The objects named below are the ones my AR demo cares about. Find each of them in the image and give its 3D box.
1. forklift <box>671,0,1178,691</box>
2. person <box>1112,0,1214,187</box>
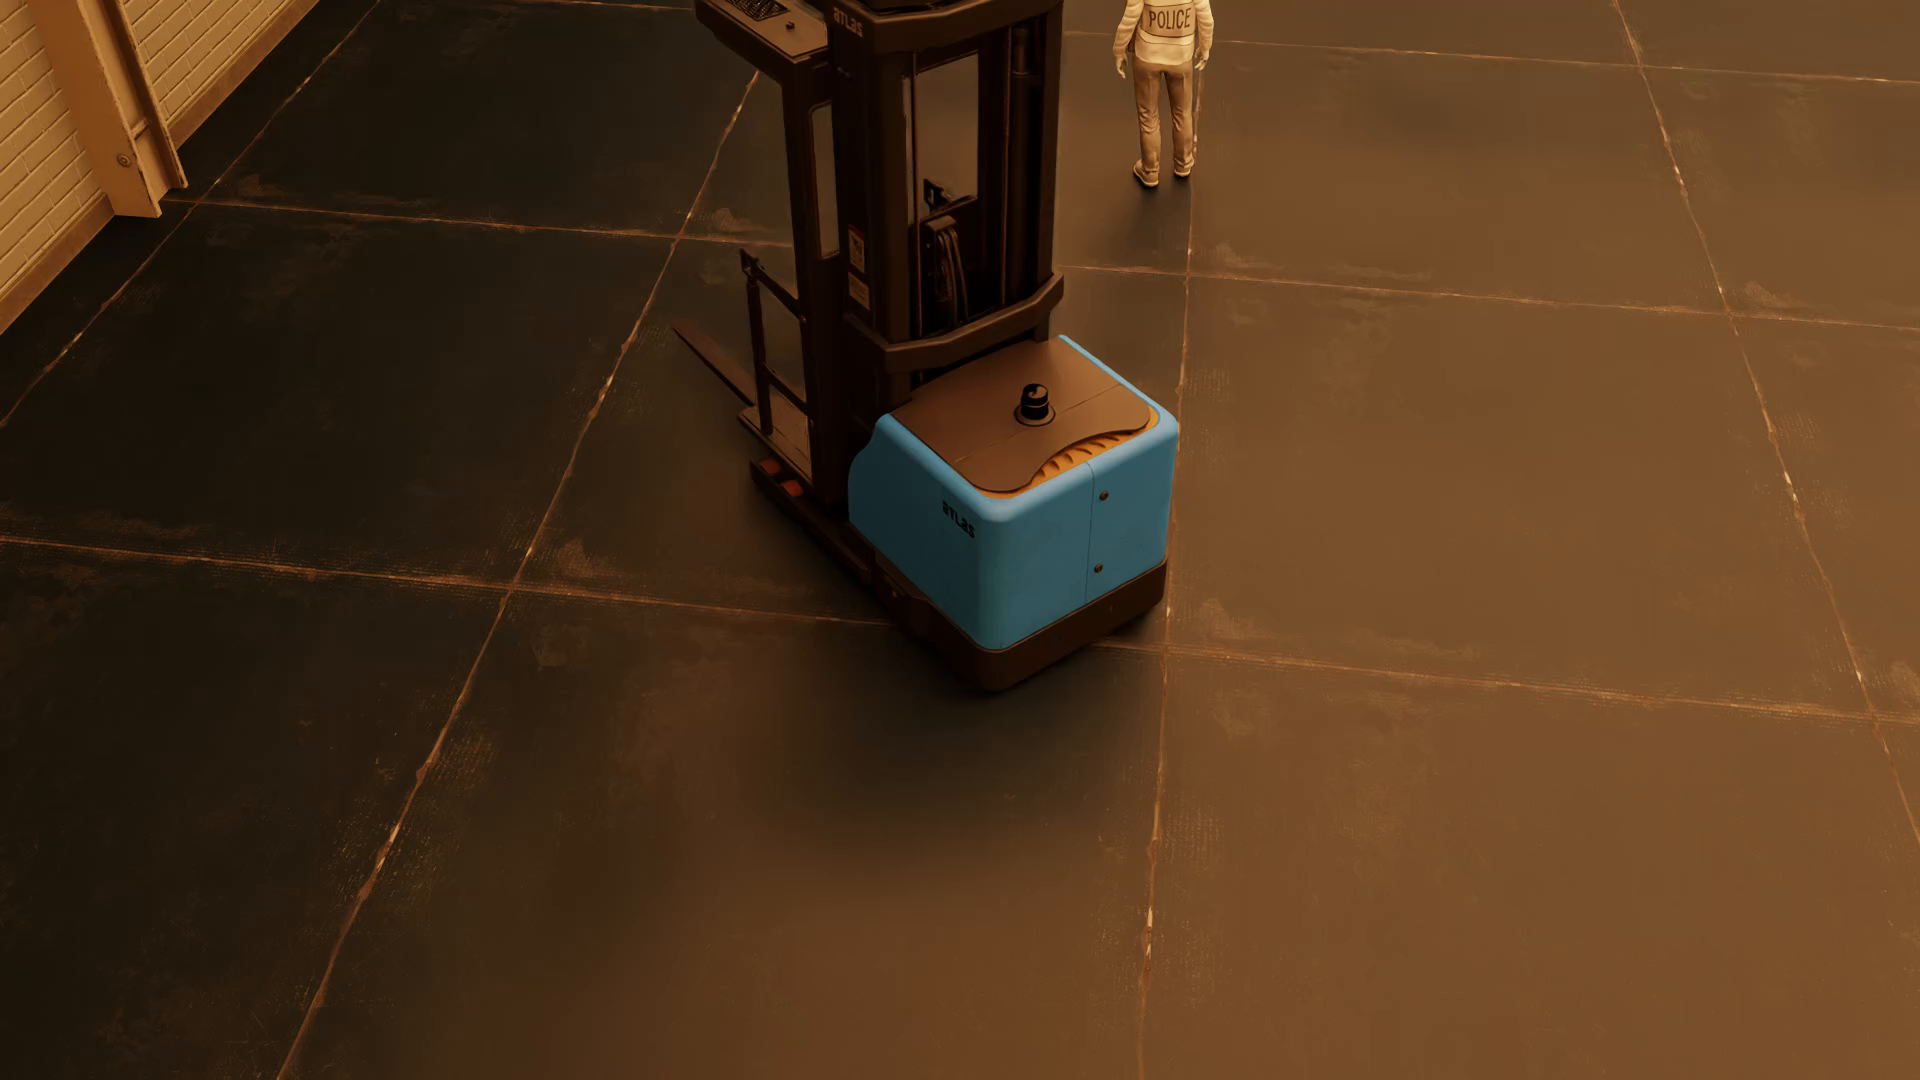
[{"bbox_3d":[-0.363,-1.387,7.234,1.130,2.935,3.031,-27,49,-26],"label":"forklift"},{"bbox_3d":[1.182,-2.872,9.754,0.586,1.694,0.532,-1,43,-1],"label":"person"}]
